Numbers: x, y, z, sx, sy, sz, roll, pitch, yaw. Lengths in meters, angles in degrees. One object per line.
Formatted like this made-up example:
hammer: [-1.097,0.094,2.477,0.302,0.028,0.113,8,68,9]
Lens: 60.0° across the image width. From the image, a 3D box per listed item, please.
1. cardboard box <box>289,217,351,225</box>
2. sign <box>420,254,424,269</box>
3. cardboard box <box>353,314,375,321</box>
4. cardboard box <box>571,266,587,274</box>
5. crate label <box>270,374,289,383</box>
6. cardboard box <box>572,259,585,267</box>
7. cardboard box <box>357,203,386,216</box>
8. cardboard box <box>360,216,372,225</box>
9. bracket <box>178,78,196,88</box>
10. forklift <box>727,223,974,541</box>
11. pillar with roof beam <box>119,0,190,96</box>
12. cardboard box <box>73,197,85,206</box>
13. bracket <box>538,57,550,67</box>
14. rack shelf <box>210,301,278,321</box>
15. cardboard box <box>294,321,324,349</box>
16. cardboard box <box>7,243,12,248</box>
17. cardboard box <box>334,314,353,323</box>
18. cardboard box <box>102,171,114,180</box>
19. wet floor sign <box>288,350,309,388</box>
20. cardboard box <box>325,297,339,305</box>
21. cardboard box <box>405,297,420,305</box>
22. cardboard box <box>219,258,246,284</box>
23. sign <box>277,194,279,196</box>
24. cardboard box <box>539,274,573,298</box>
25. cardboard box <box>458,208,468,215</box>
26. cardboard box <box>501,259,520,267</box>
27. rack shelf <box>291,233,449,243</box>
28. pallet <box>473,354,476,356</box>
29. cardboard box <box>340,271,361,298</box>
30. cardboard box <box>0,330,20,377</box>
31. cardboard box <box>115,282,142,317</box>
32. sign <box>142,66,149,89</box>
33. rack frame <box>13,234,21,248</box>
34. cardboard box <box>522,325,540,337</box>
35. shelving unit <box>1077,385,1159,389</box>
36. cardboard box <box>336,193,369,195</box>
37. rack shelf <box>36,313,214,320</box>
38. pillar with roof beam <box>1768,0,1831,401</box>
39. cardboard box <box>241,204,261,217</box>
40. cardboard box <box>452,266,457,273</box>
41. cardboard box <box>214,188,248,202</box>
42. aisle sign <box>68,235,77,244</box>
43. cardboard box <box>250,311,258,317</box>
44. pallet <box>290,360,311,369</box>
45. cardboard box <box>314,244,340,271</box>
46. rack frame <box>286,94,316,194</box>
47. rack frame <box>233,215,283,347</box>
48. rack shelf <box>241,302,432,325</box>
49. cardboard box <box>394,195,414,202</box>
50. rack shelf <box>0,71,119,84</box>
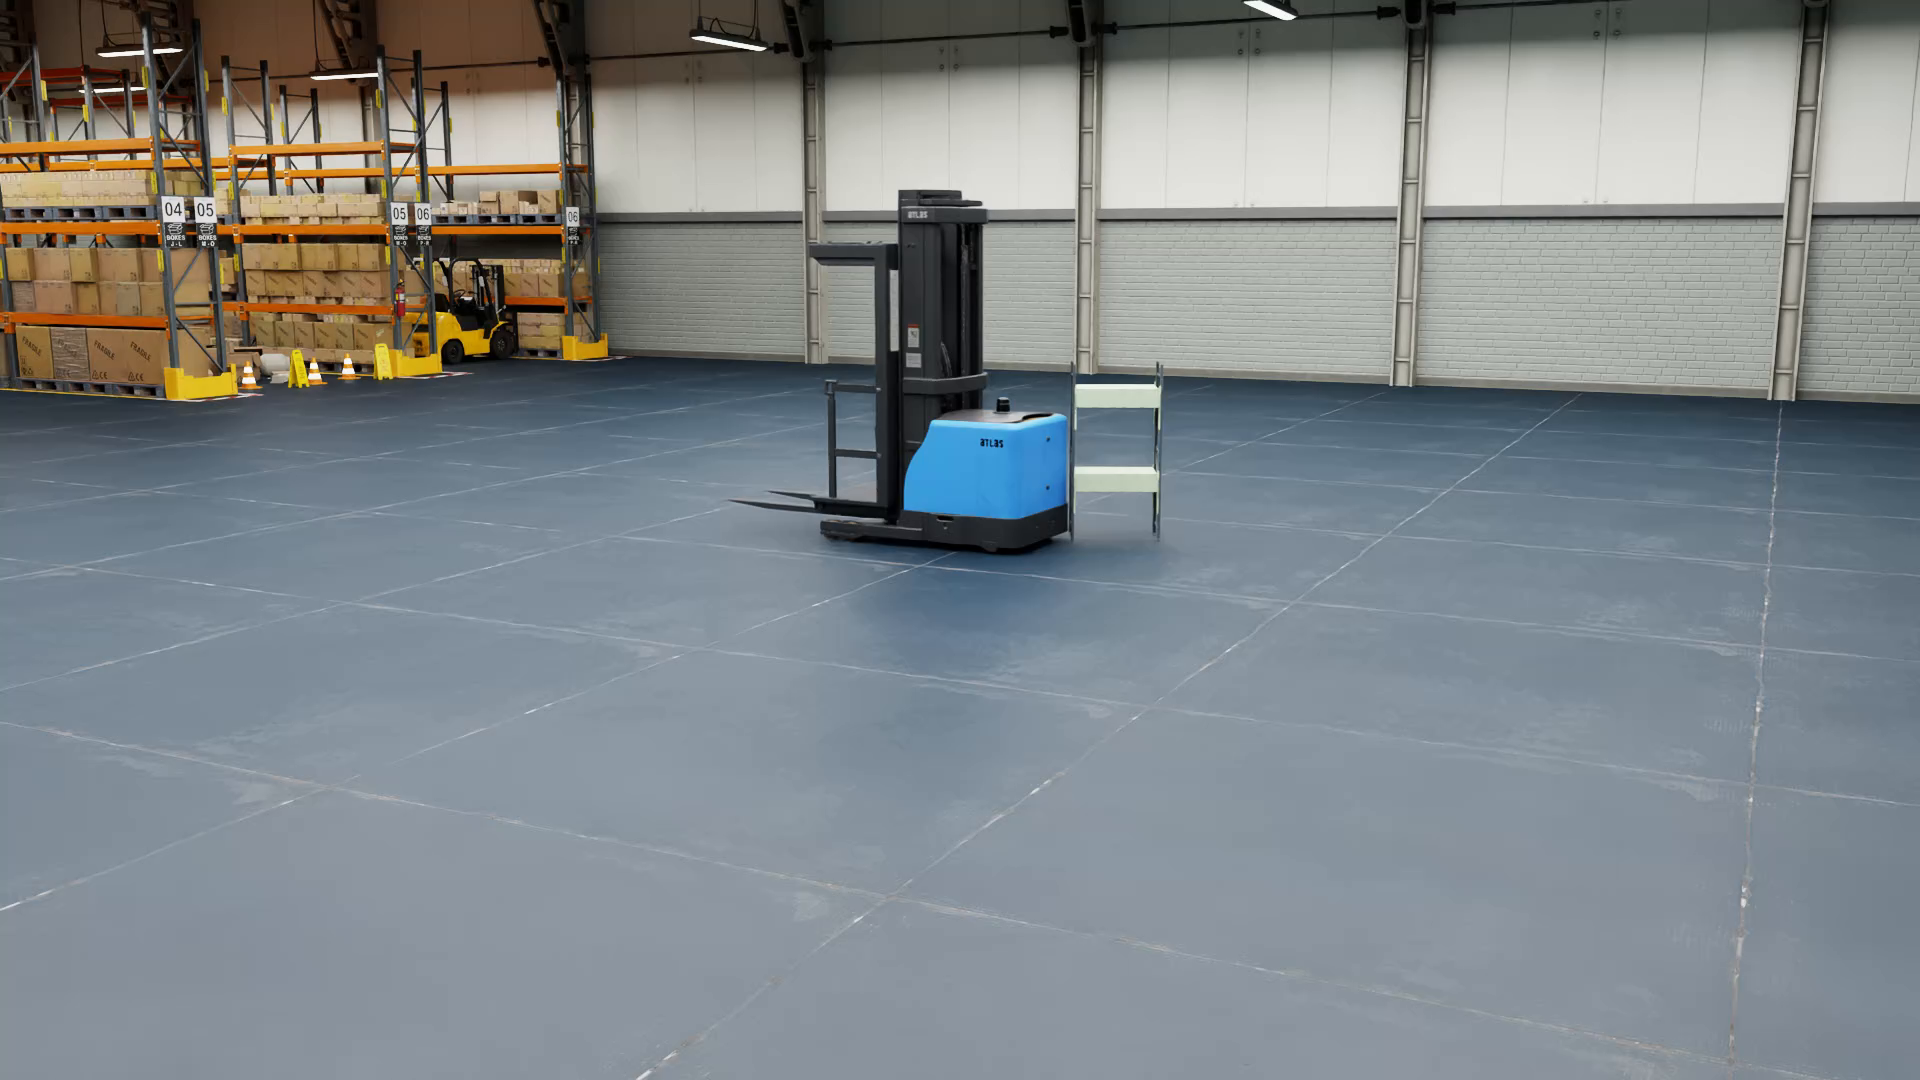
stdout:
cardboard box: [-12.014,-6.074,31.651,1.532,0.149,0.479,5,11,25]
sign: [-11.942,-6.178,36.913,0.005,0.325,0.100,5,11,26]
cardboard box: [-13.551,-4.933,38.554,0.625,0.625,0.875,5,11,23]
cardboard box: [-8.313,-5.856,36.061,0.250,0.149,0.380,5,11,24]
crate label: [-12.192,-2.893,29.833,0.298,0.136,0.250,-1,10,-4]
cardboard box: [-8.330,-5.995,35.992,0.250,0.149,0.380,5,11,25]
cardboard box: [-10.895,-6.172,31.074,0.500,0.250,0.500,5,11,25]
cardboard box: [-10.998,-5.976,31.112,0.250,0.149,0.380,5,11,26]
bracket: [-18.896,-11.198,40.725,0.430,0.232,0.235,5,11,26]
forklift: [-0.990,-1.448,14.558,2.170,2.733,1.118,6,12,29]
pillar with roof beam: [-21.100,-11.756,37.037,0.548,2.987,8.718,5,11,26]
cardboard box: [-14.232,-5.528,27.176,0.250,0.149,0.380,5,11,27]
bracket: [-8.878,-10.317,35.862,0.430,0.232,0.235,5,11,26]
rack shelf: [-15.697,-4.745,34.045,4.000,0.370,1.077,5,11,26]
cardboard box: [-12.545,-3.993,32.306,0.500,0.500,0.500,6,12,29]
cardboard box: [-21.246,-6.499,36.804,0.250,0.149,0.380,5,11,25]
cardboard box: [-11.733,-4.228,31.783,0.250,0.149,0.380,5,12,27]
cardboard box: [-13.554,-5.861,26.775,0.250,0.149,0.380,5,12,27]
wet floor sign: [-11.514,-2.983,28.901,0.232,0.644,0.267,3,11,16]
cardboard box: [-11.925,-4.587,31.860,0.250,0.149,0.380,5,11,25]
cardboard box: [-10.530,-4.562,31.722,0.250,0.149,0.380,5,11,26]
cardboard box: [-14.420,-5.343,33.036,0.500,0.500,0.500,5,11,25]
sign: [-13.670,-6.759,33.279,0.005,0.325,0.100,5,11,26]
cardboard box: [-8.681,-5.465,35.724,0.500,0.500,0.500,5,11,25]
cardboard box: [-10.753,-7.198,36.403,0.250,0.149,0.380,5,12,28]
cardboard box: [-9.727,-6.013,36.095,0.250,0.149,0.380,5,12,27]
rack shelf: [-13.504,-7.014,38.160,4.000,0.370,1.077,5,11,26]
pallet: [-11.016,-4.293,37.357,1.213,0.211,1.003,5,11,26]
cardboard box: [-11.372,-4.861,31.549,0.500,0.500,0.500,5,11,26]
cardboard box: [-16.600,-3.277,29.052,0.750,0.750,1.050,5,11,26]
cardboard box: [-13.272,-3.963,27.285,0.550,0.550,0.875,5,11,26]
sign: [-12.669,-7.193,25.860,0.005,0.325,0.100,5,11,26]
rack frame: [-21.078,-5.572,36.594,0.127,3.000,1.000,5,11,26]
cardboard box: [-9.143,-4.549,36.078,0.500,0.250,0.500,5,11,25]
shelving unit: [1.327,-1.277,14.135,0.686,0.052,0.368,0,10,1]
cardboard box: [-13.843,-7.655,37.938,0.500,0.500,0.500,5,12,27]
rack shelf: [-14.210,-3.763,27.868,3.809,0.052,0.919,5,11,26]
pillar with roof beam: [11.269,-5.991,22.066,0.400,9.000,9.100,5,11,26]
cardboard box: [-13.630,-6.412,32.397,0.500,0.250,0.500,5,11,25]
cardboard box: [-11.062,-5.999,36.855,0.250,0.149,0.380,5,11,26]
cardboard box: [-14.480,-6.822,32.915,0.500,0.250,0.500,5,12,27]
aisle sign: [-22.663,-7.918,42.256,0.004,0.787,0.394,5,11,26]
cardboard box: [-16.769,-5.436,39.861,0.250,0.149,0.380,5,11,25]
pallet: [-13.286,-3.522,33.098,1.213,0.211,1.003,5,11,26]
cardboard box: [-11.825,-5.384,31.632,0.500,0.500,0.700,5,11,25]
rack frame: [-15.299,-9.001,38.697,0.053,2.616,0.949,5,11,26]
rack frame: [-13.904,-4.941,33.110,0.127,3.000,1.000,5,11,26]
rack shelf: [-12.110,-4.430,32.304,4.000,0.370,1.077,5,11,26]
cardboard box: [-10.545,-6.432,31.388,0.250,0.149,0.380,5,11,25]
rack shelf: [-19.284,-9.718,34.944,3.687,0.071,0.831,5,11,26]
